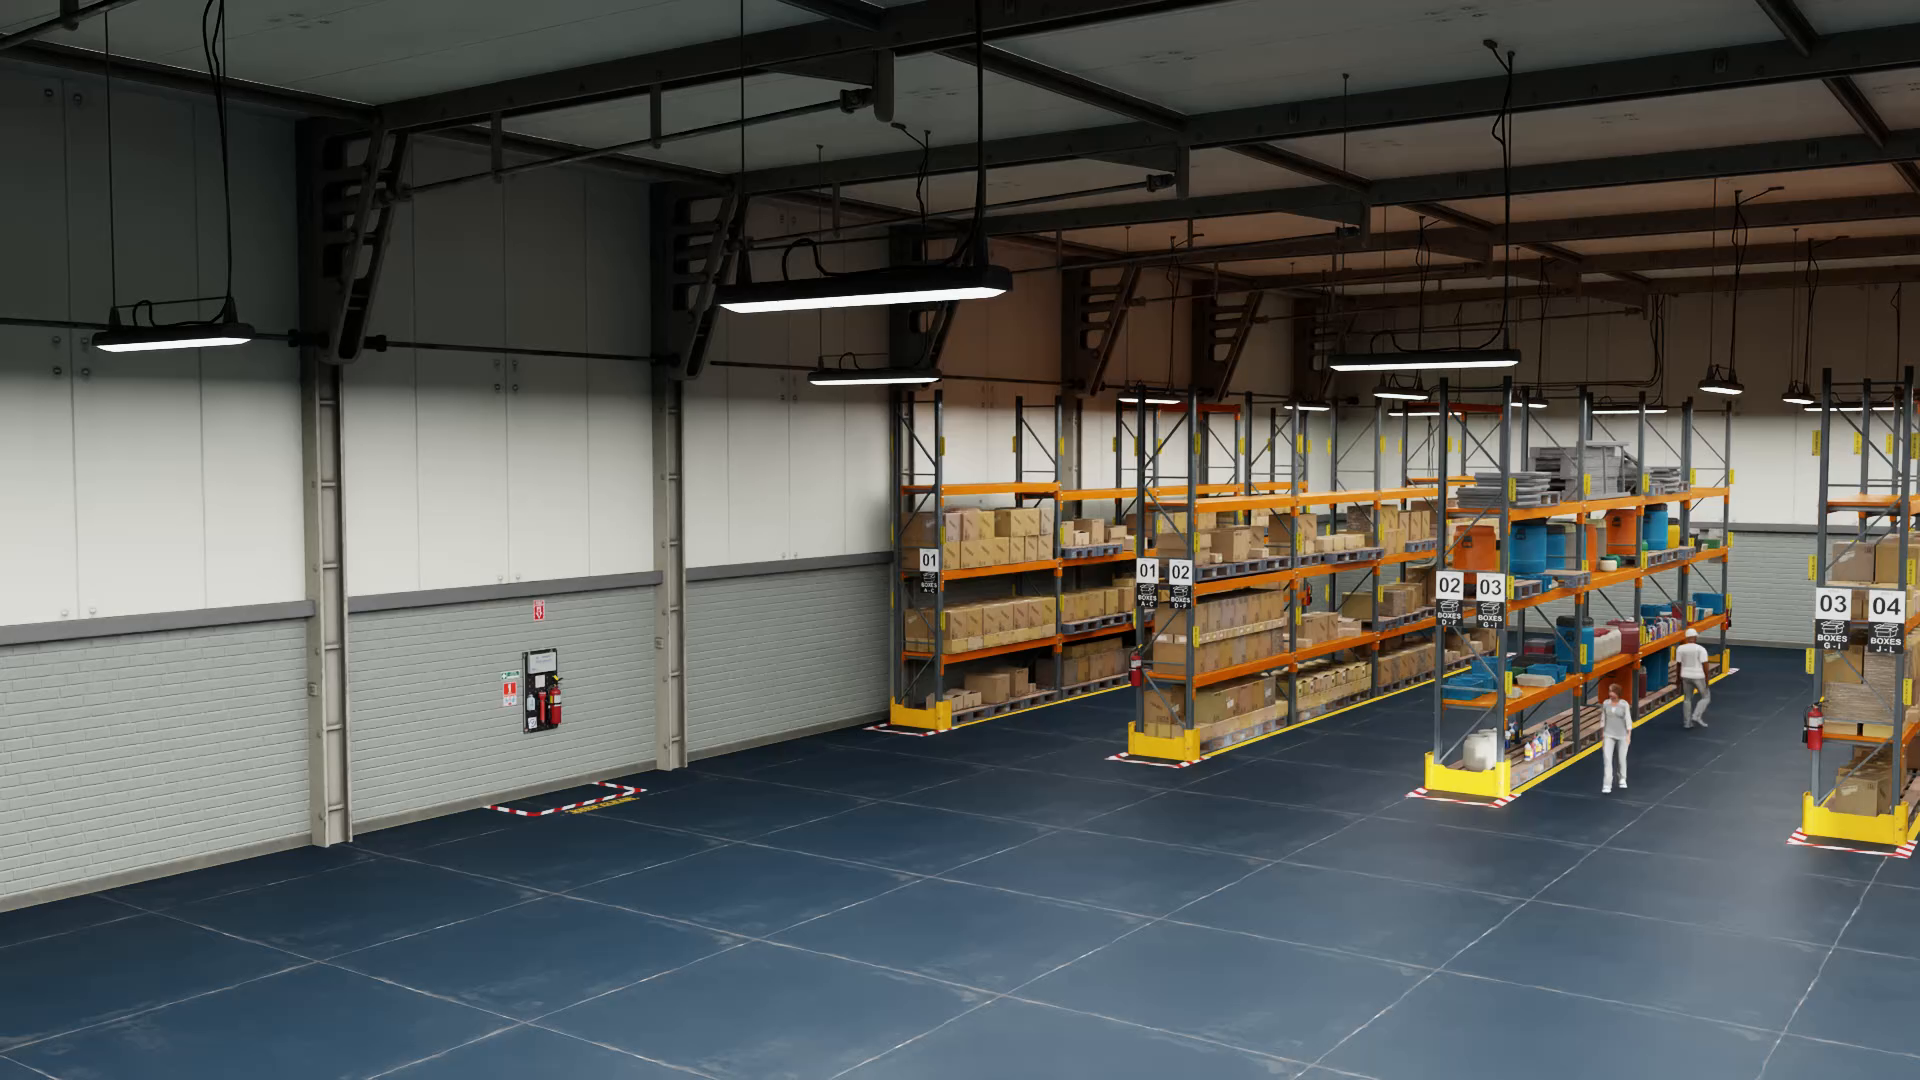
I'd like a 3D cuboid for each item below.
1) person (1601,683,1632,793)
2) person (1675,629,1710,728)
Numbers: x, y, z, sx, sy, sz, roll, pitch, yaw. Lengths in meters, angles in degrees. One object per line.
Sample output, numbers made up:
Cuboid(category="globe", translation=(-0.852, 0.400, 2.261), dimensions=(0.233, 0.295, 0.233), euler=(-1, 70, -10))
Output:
Cuboid(category="person", translation=(9.480, 2.853, 24.040), dimensions=(0.448, 1.553, 0.893), euler=(2, 4, 29))
Cuboid(category="person", translation=(12.978, 2.454, 29.449), dimensions=(0.484, 1.758, 0.642), euler=(-3, 4, -43))
